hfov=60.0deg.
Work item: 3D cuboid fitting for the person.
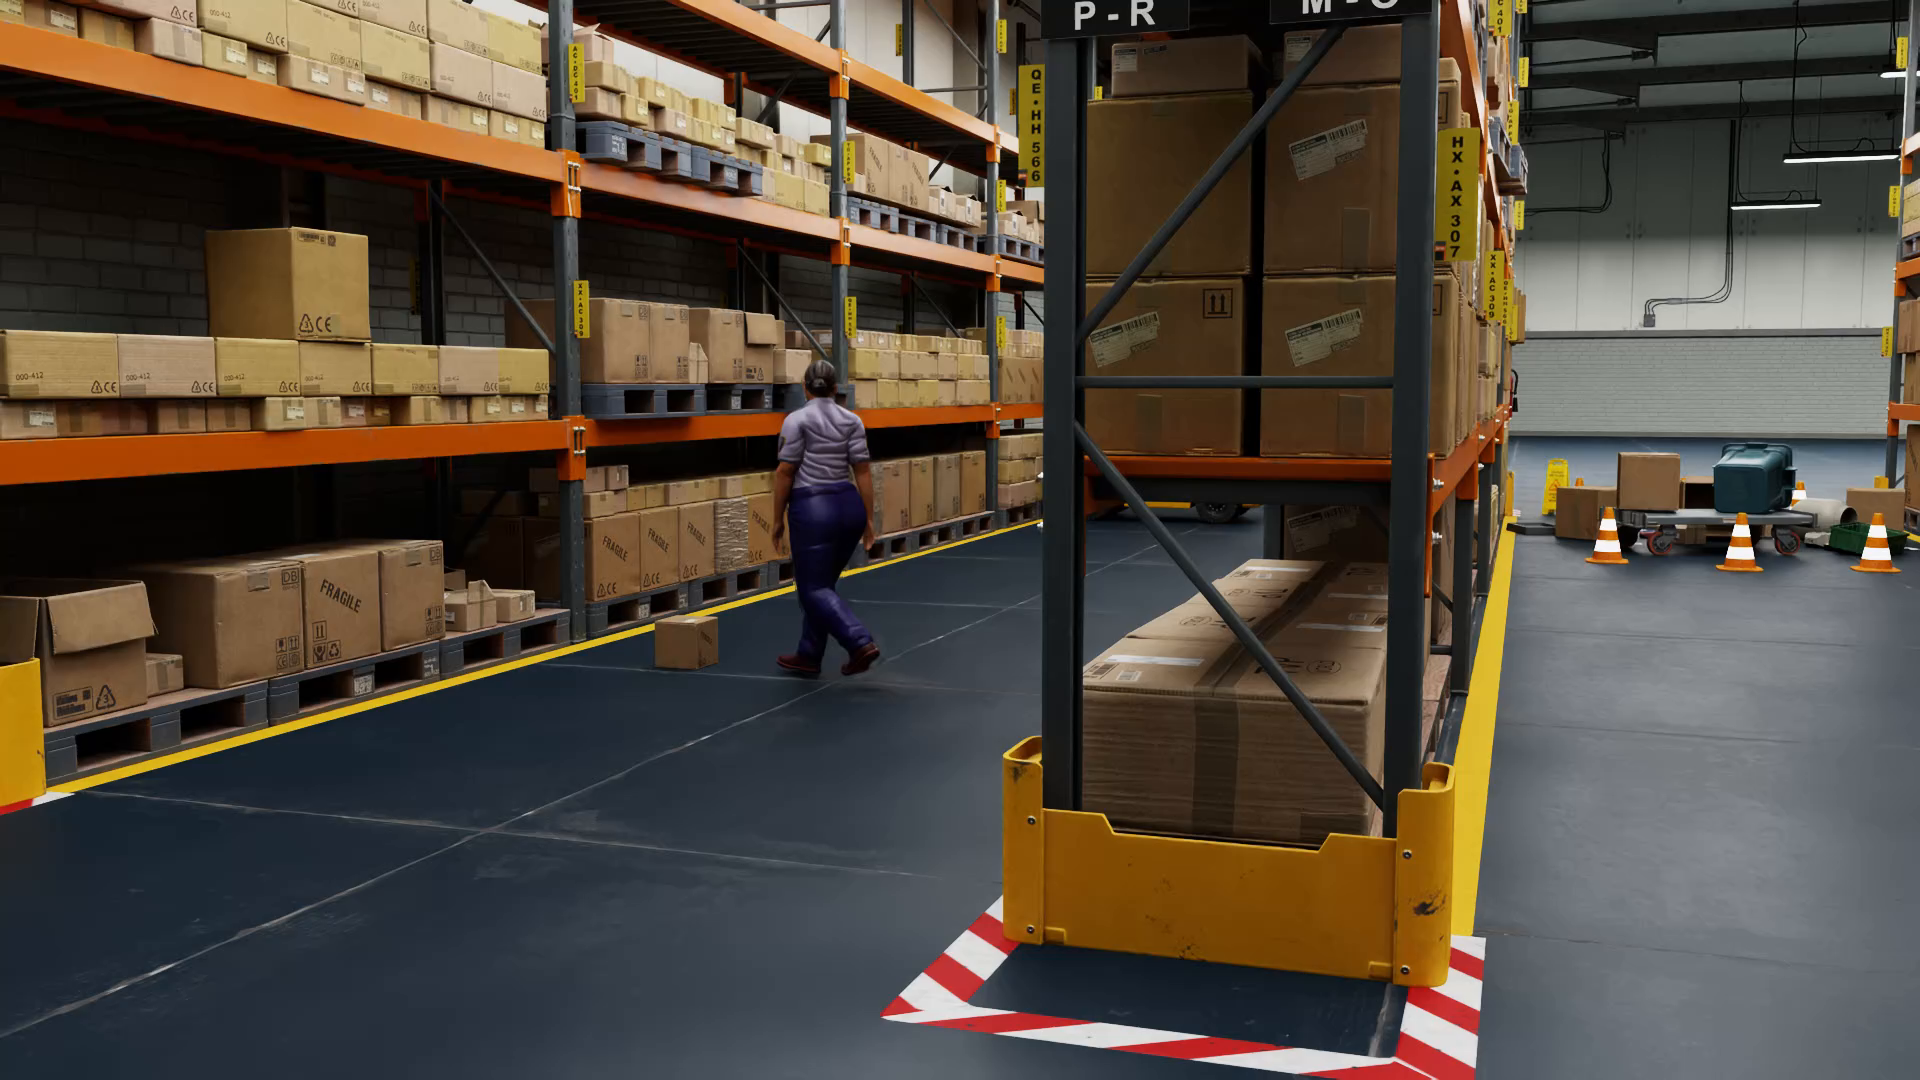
[{"bbox_3d":[-0.682,-0.099,8.388,0.488,1.613,0.858,-5,7,-43],"label":"person"}]
